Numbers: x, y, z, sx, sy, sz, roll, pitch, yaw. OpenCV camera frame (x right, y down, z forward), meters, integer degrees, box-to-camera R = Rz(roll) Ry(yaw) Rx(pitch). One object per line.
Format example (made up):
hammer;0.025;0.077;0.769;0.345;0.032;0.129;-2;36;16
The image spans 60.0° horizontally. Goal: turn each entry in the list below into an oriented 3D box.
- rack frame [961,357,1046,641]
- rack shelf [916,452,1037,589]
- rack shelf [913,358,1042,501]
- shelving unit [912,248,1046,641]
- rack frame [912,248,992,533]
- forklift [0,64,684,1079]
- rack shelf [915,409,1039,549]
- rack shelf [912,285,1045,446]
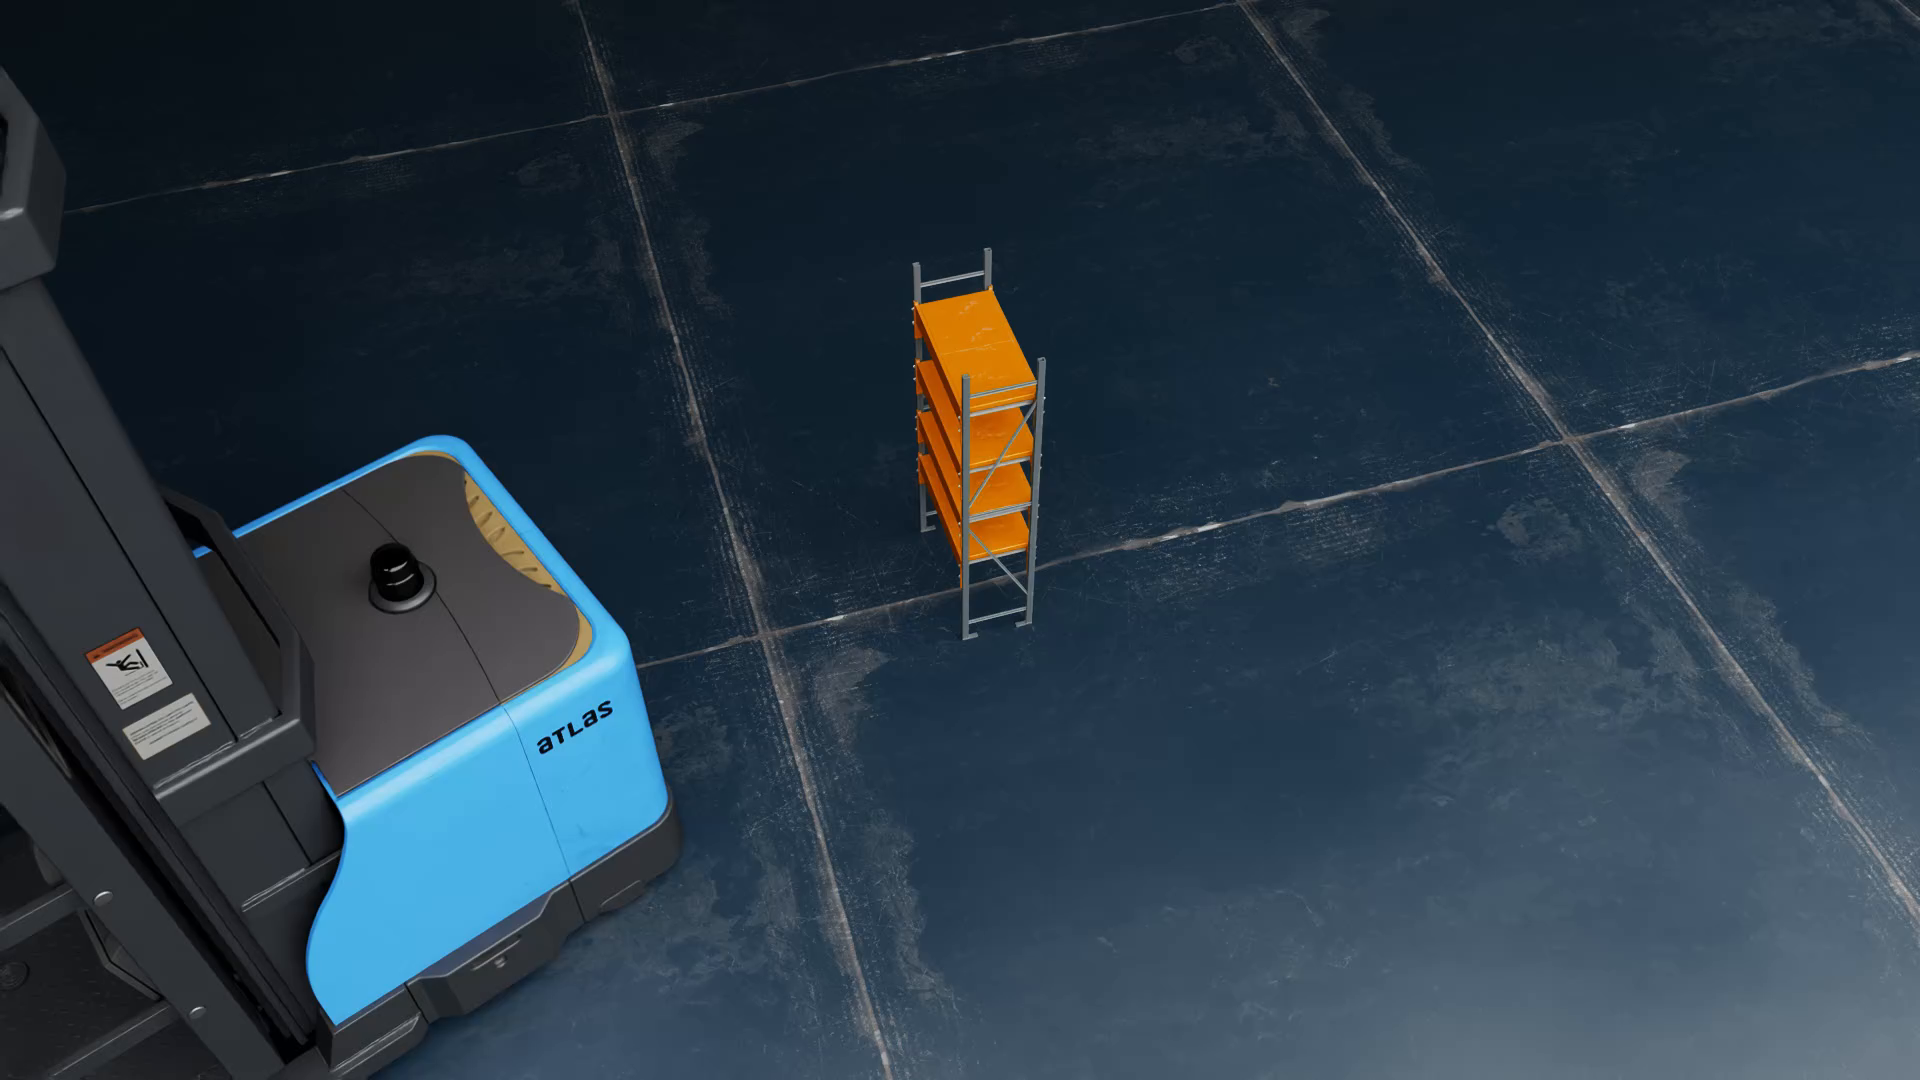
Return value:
rack frame;0.121;-0.088;5.039;0.240;1.200;0.015;-13;51;-11
rack shelf;0.049;-0.094;5.393;0.258;0.148;0.480;-13;51;-11
rack shelf;0.049;-0.367;5.070;0.258;0.148;0.480;-13;51;-11
shelving unit;0.049;-0.266;5.189;0.258;1.200;0.503;-13;51;-11
rack frame;-0.023;-0.444;5.340;0.240;1.200;0.015;-13;51;-11
forklift;-2.283;0.419;3.480;3.031;2.935;1.130;-31;57;-24
rack shelf;0.049;-0.222;5.241;0.258;0.148;0.480;-13;51;-11
rack shelf;0.049;-0.519;4.889;0.258;0.148;0.480;-13;51;-11
